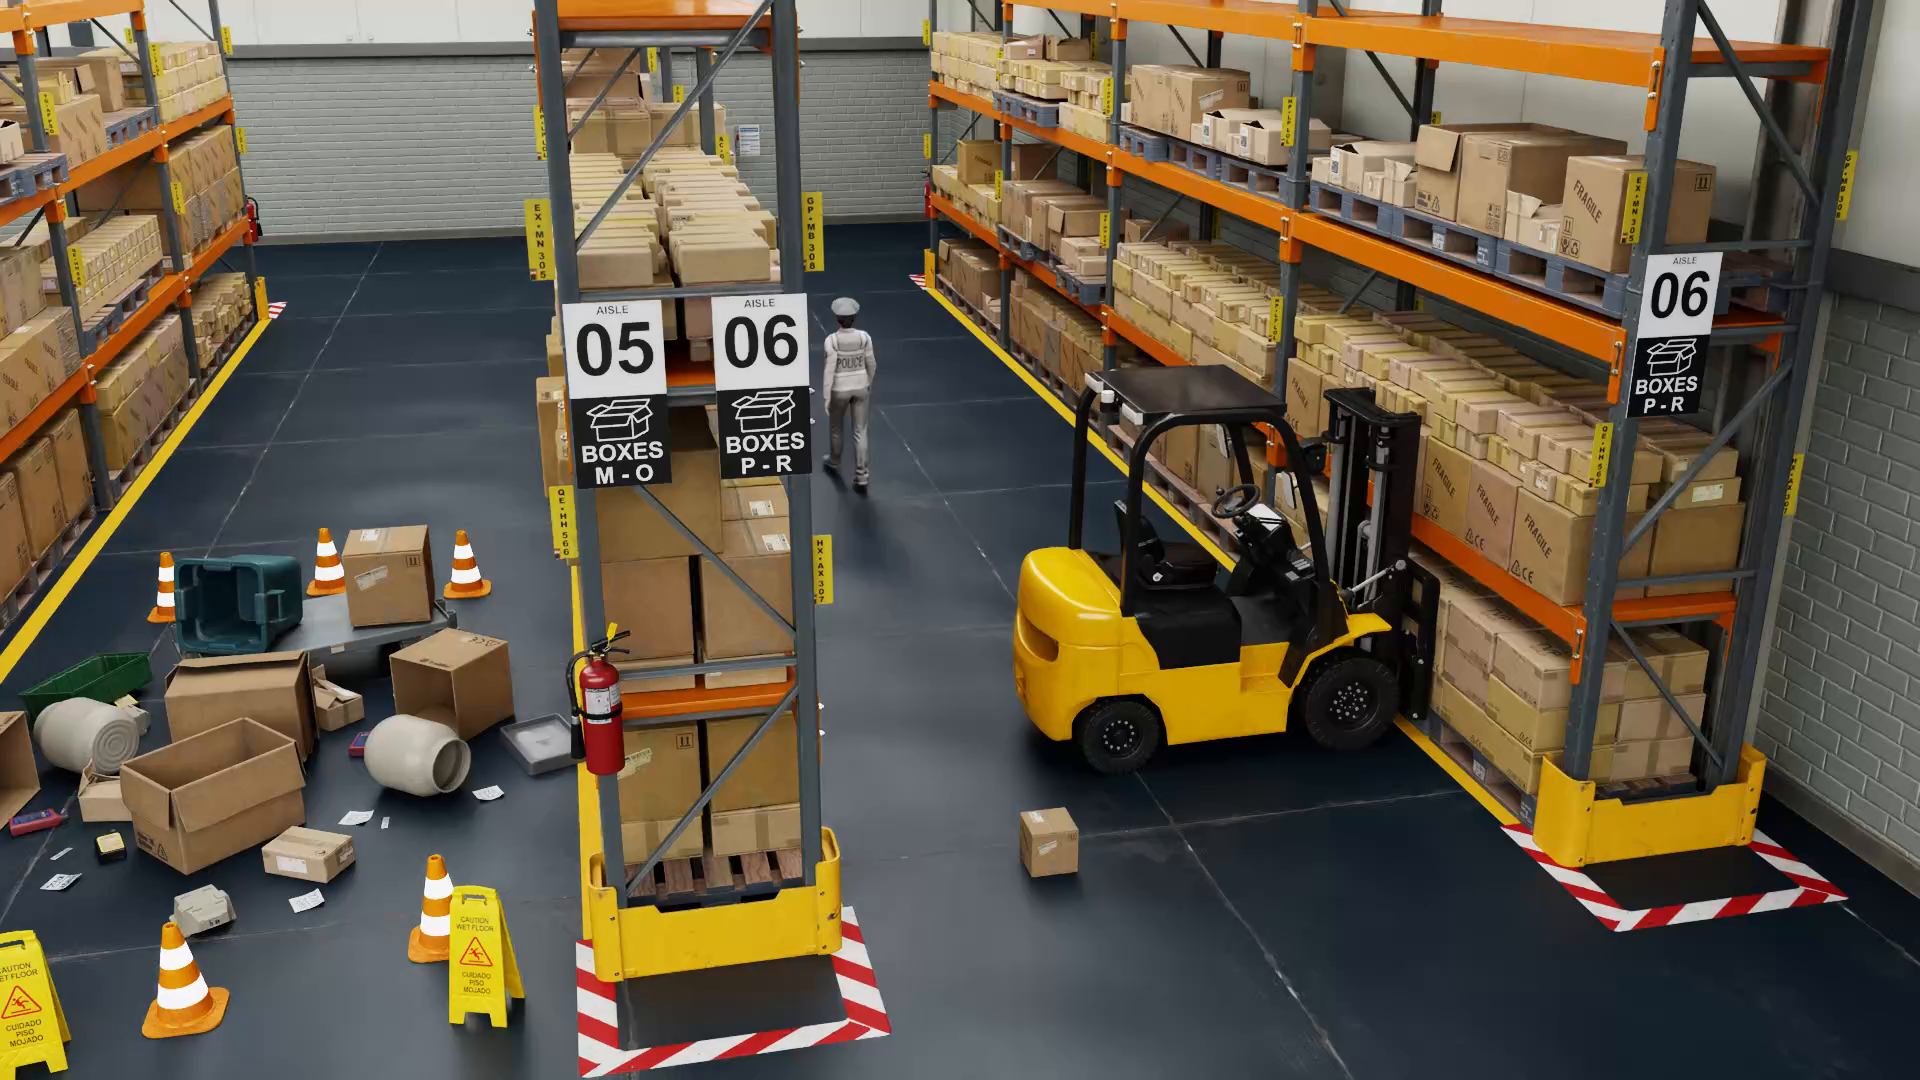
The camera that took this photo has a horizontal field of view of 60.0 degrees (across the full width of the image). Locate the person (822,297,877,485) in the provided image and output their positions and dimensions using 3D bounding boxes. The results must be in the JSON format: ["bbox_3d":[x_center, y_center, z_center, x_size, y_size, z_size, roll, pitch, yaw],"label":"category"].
[{"bbox_3d":[-0.996,-1.360,14.790,0.517,1.629,0.982,-5,20,-14],"label":"person"}]
